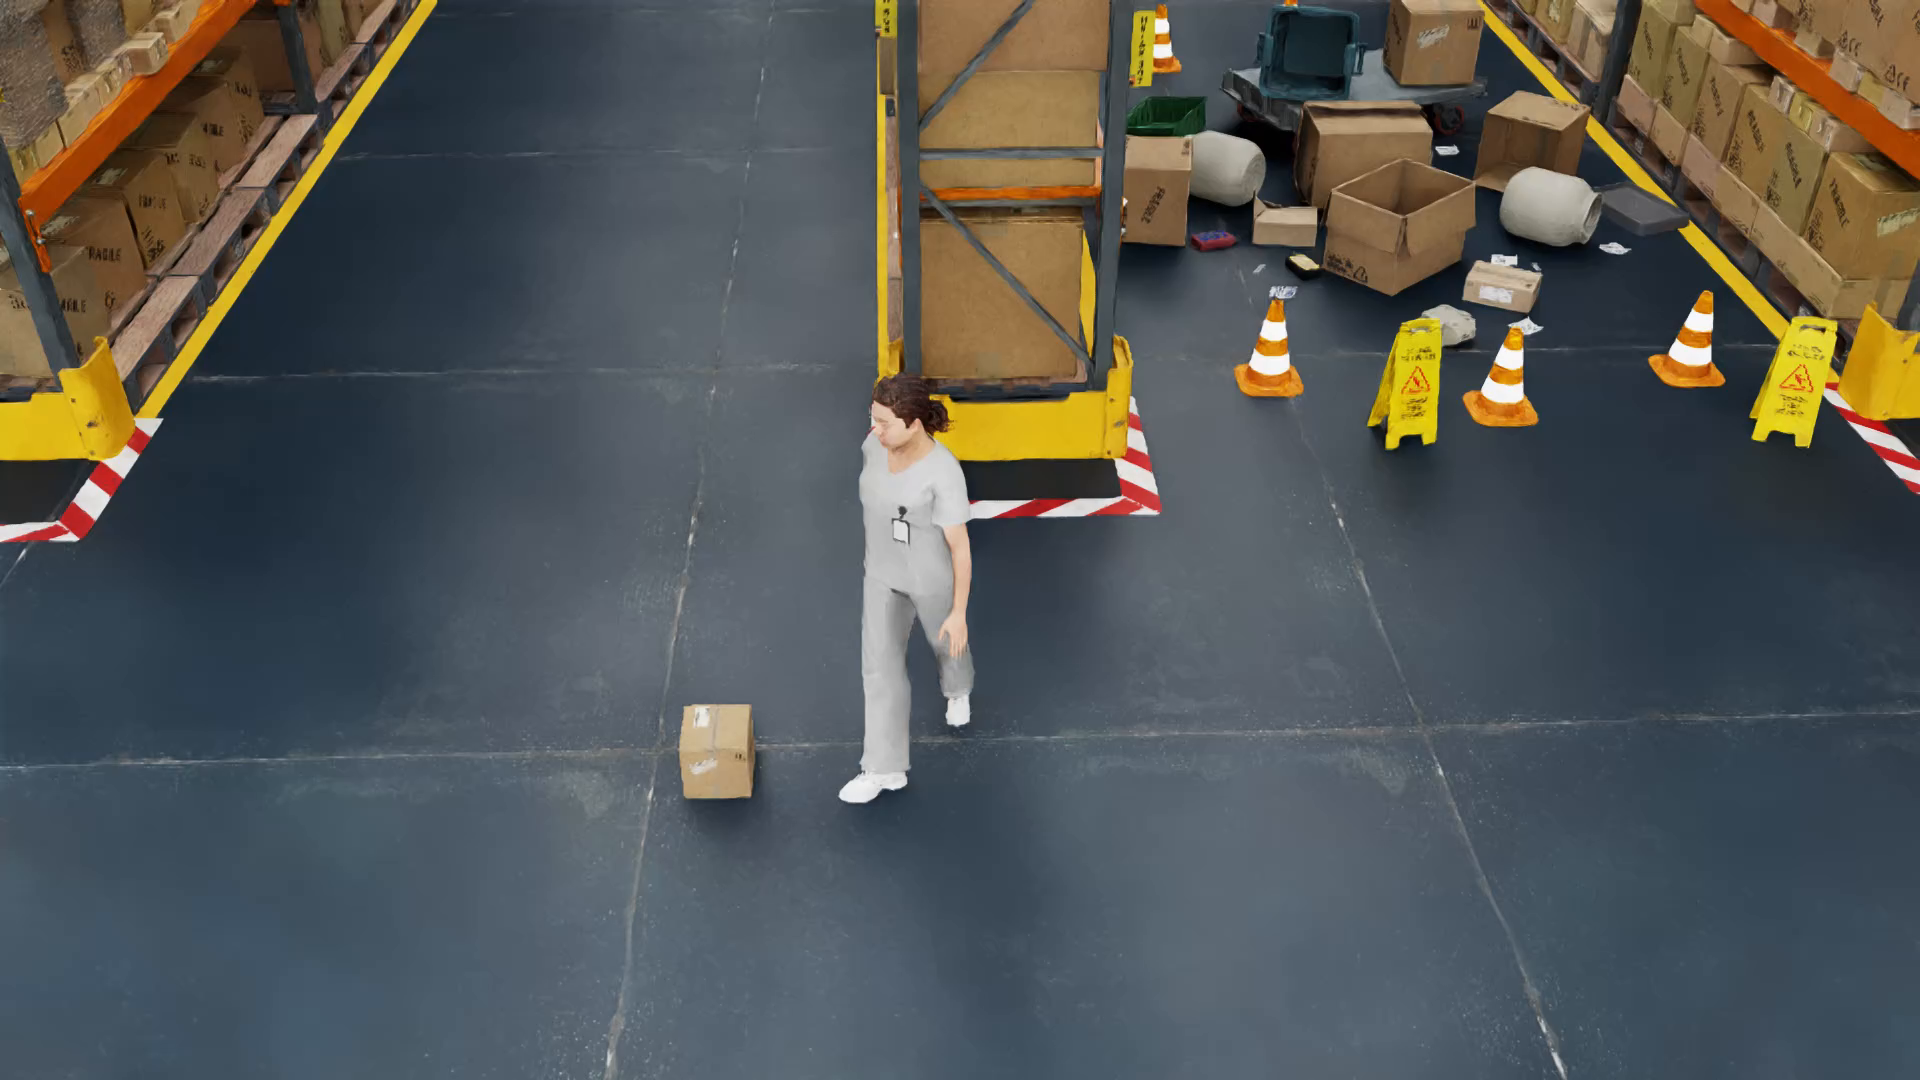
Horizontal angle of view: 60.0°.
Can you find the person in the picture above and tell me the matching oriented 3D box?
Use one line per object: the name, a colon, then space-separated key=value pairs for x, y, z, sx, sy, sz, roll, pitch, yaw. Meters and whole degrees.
person: x=-0.145 y=0.150 z=5.923 sx=0.552 sy=1.643 sz=0.870 roll=17 pitch=39 yaw=22
